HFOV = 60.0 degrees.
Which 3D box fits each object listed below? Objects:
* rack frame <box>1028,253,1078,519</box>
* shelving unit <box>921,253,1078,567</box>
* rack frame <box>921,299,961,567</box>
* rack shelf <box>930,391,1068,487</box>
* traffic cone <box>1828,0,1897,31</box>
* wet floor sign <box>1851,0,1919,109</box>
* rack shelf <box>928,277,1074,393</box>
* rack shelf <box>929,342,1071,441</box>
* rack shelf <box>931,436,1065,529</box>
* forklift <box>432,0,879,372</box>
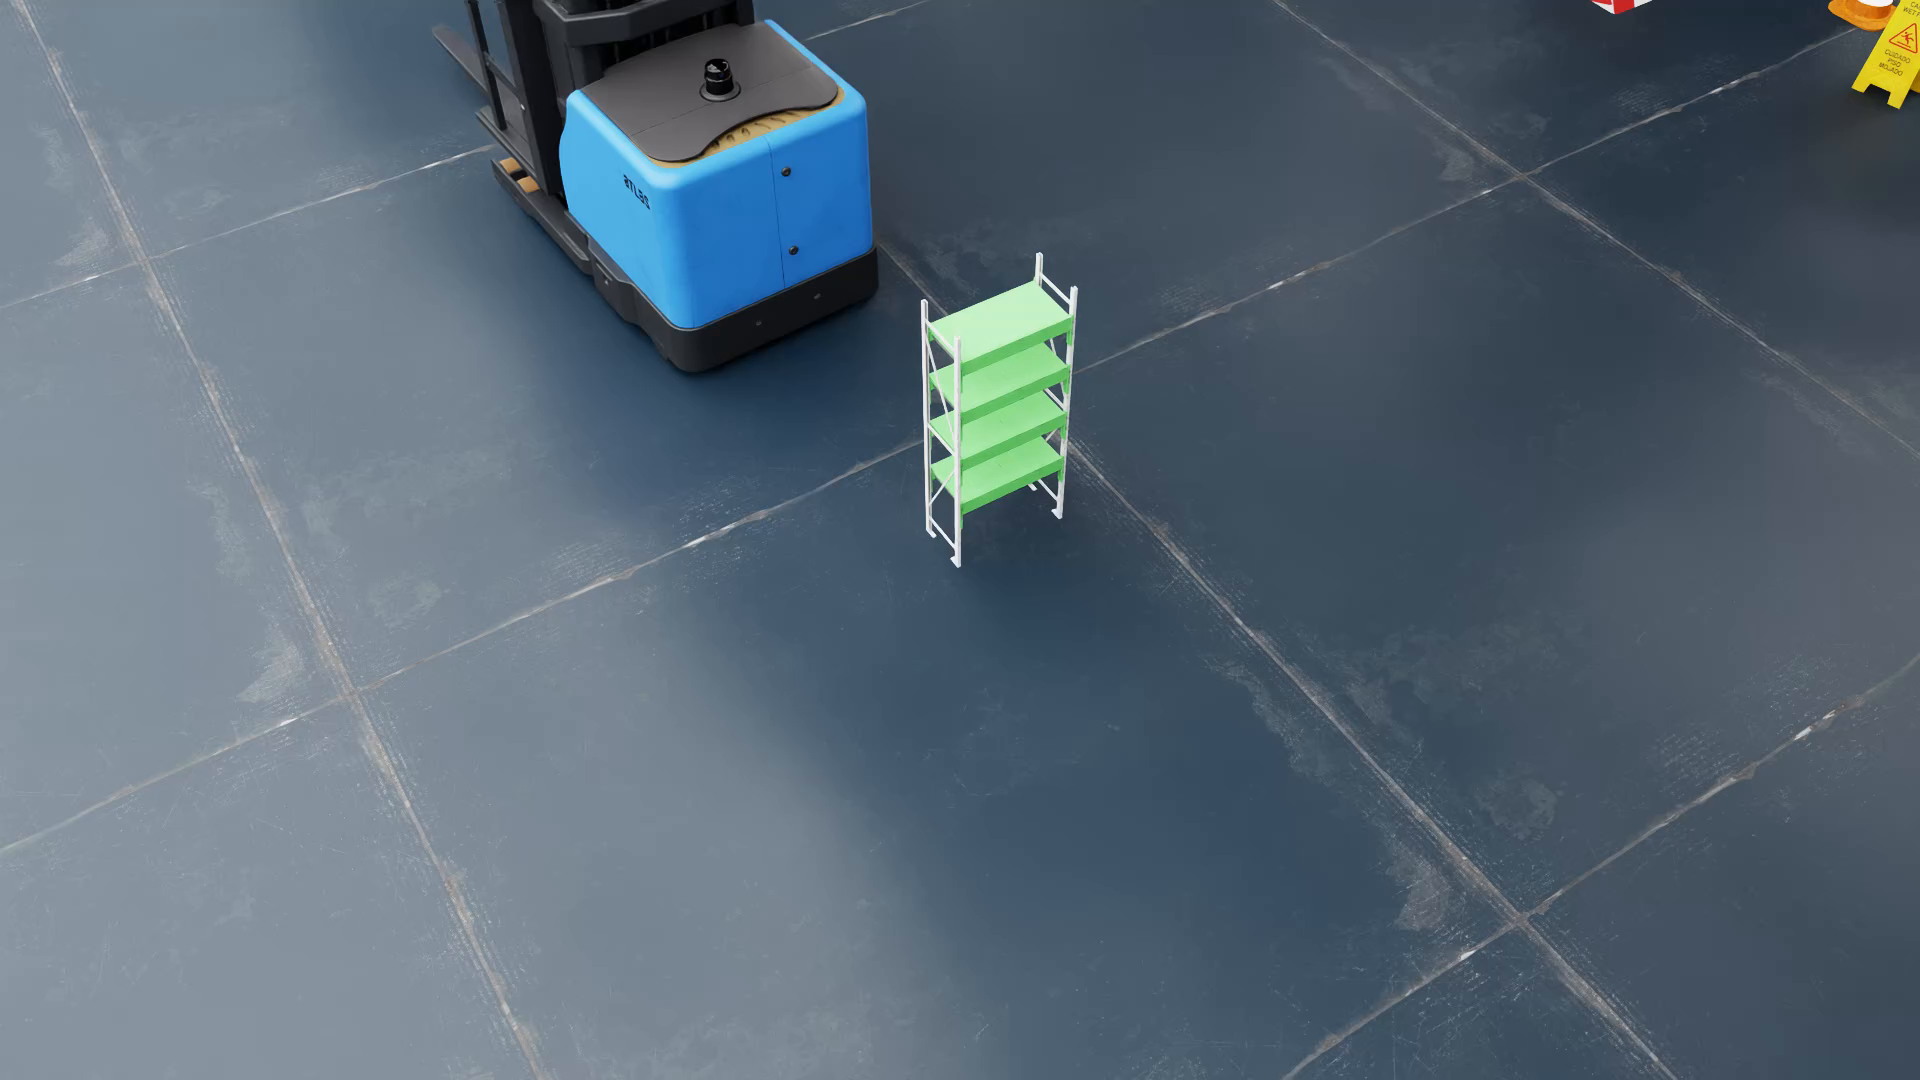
[{"bbox_3d":[0.346,-0.562,6.393,0.015,1.200,0.240,-25,53,-21],"label":"rack frame"},{"bbox_3d":[0.140,-0.465,6.306,0.503,1.200,0.258,-25,53,-21],"label":"shelving unit"},{"bbox_3d":[-0.066,-0.368,6.219,0.015,1.200,0.240,-25,53,-21],"label":"rack frame"},{"bbox_3d":[0.140,-0.422,6.354,0.480,0.148,0.258,-25,53,-21],"label":"rack shelf"},{"bbox_3d":[5.085,-3.116,9.160,0.334,0.463,0.336,-25,53,-21],"label":"traffic cone"},{"bbox_3d":[4.910,-2.600,8.578,0.232,0.644,0.267,-34,57,-27],"label":"wet floor sign"},{"bbox_3d":[0.140,-0.742,5.995,0.480,0.148,0.258,-25,53,-21],"label":"rack shelf"},{"bbox_3d":[0.140,-0.582,6.174,0.480,0.148,0.258,-25,53,-21],"label":"rack shelf"},{"bbox_3d":[0.140,-0.263,6.533,0.480,0.148,0.258,-25,53,-21],"label":"rack shelf"},{"bbox_3d":[-1.644,-2.772,7.201,1.130,2.935,3.031,-28,54,-23],"label":"forklift"}]
